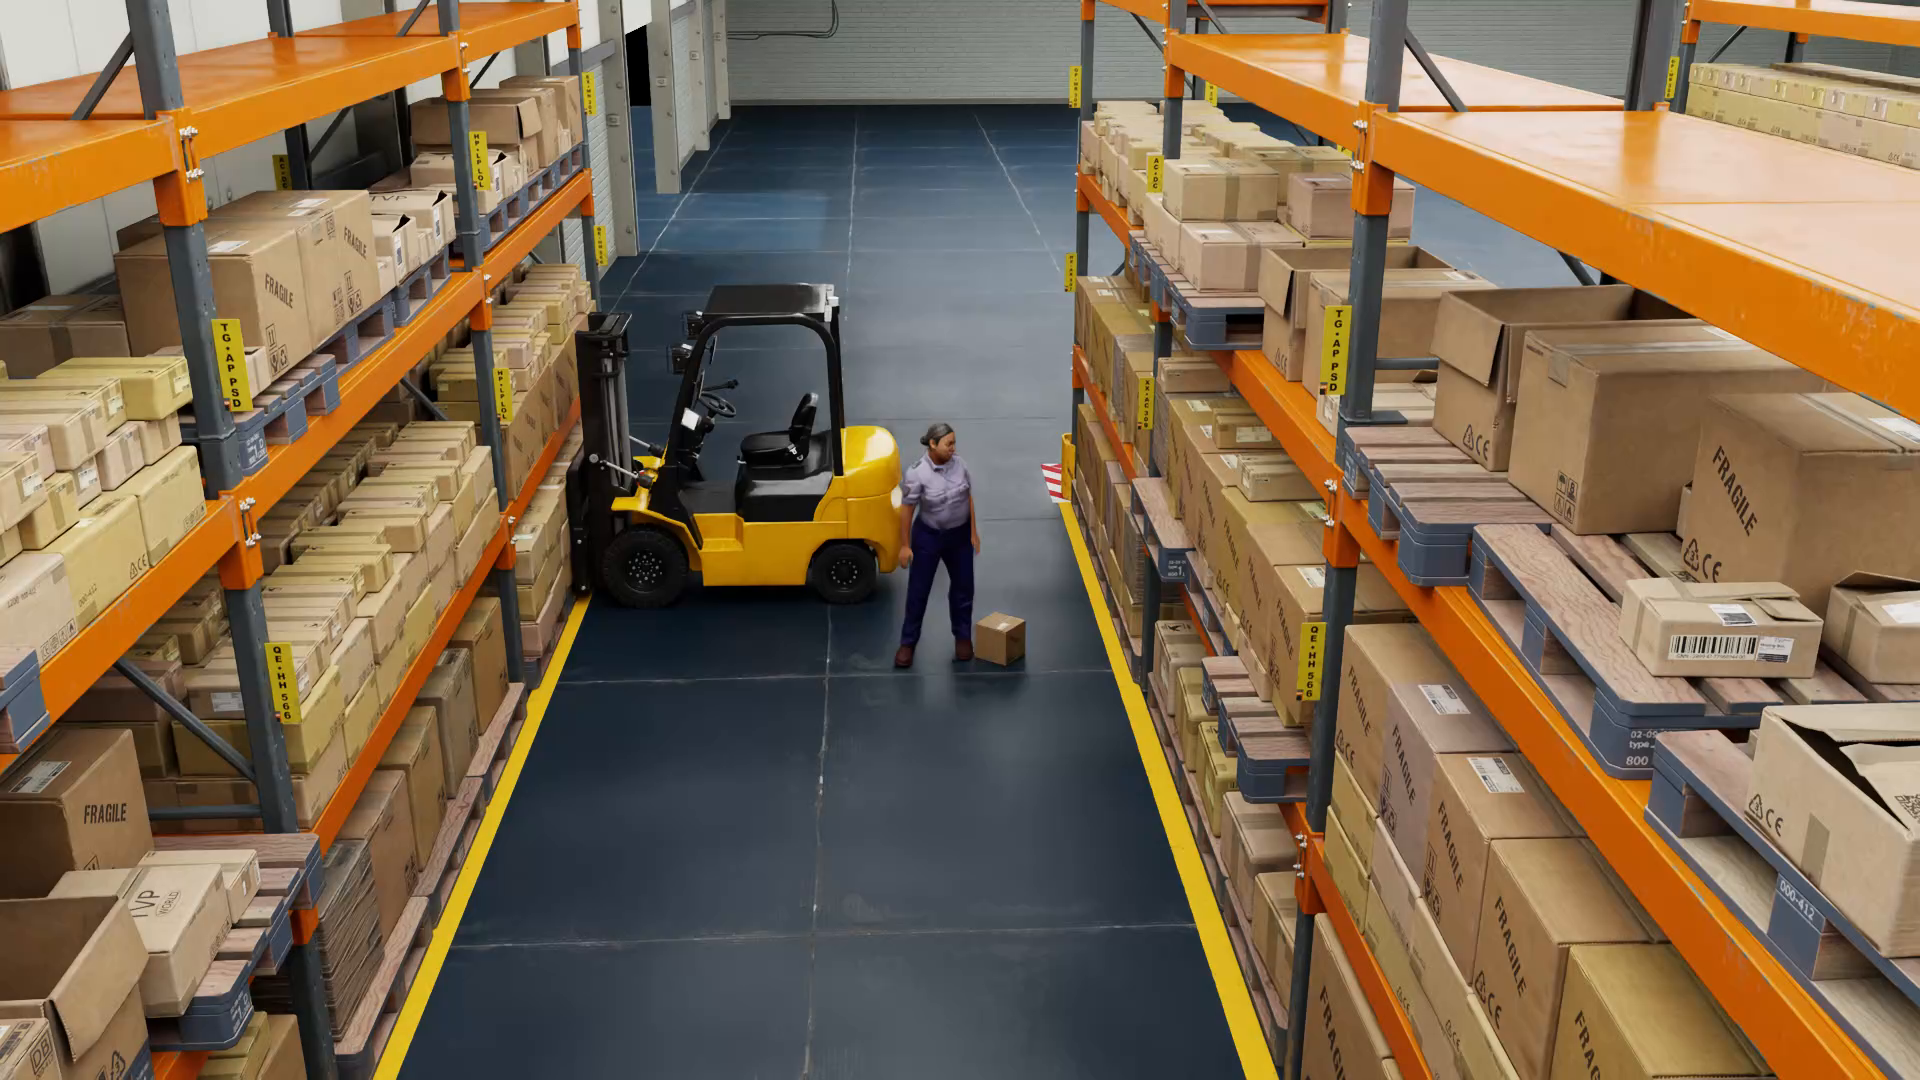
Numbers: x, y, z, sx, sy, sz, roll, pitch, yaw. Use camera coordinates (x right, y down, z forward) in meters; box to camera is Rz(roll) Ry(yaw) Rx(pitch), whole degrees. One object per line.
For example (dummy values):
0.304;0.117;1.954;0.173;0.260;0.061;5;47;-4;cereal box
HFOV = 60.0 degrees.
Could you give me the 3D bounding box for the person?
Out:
-0.172;0.014;11.014;0.617;1.649;0.373;-12;24;-30;person
